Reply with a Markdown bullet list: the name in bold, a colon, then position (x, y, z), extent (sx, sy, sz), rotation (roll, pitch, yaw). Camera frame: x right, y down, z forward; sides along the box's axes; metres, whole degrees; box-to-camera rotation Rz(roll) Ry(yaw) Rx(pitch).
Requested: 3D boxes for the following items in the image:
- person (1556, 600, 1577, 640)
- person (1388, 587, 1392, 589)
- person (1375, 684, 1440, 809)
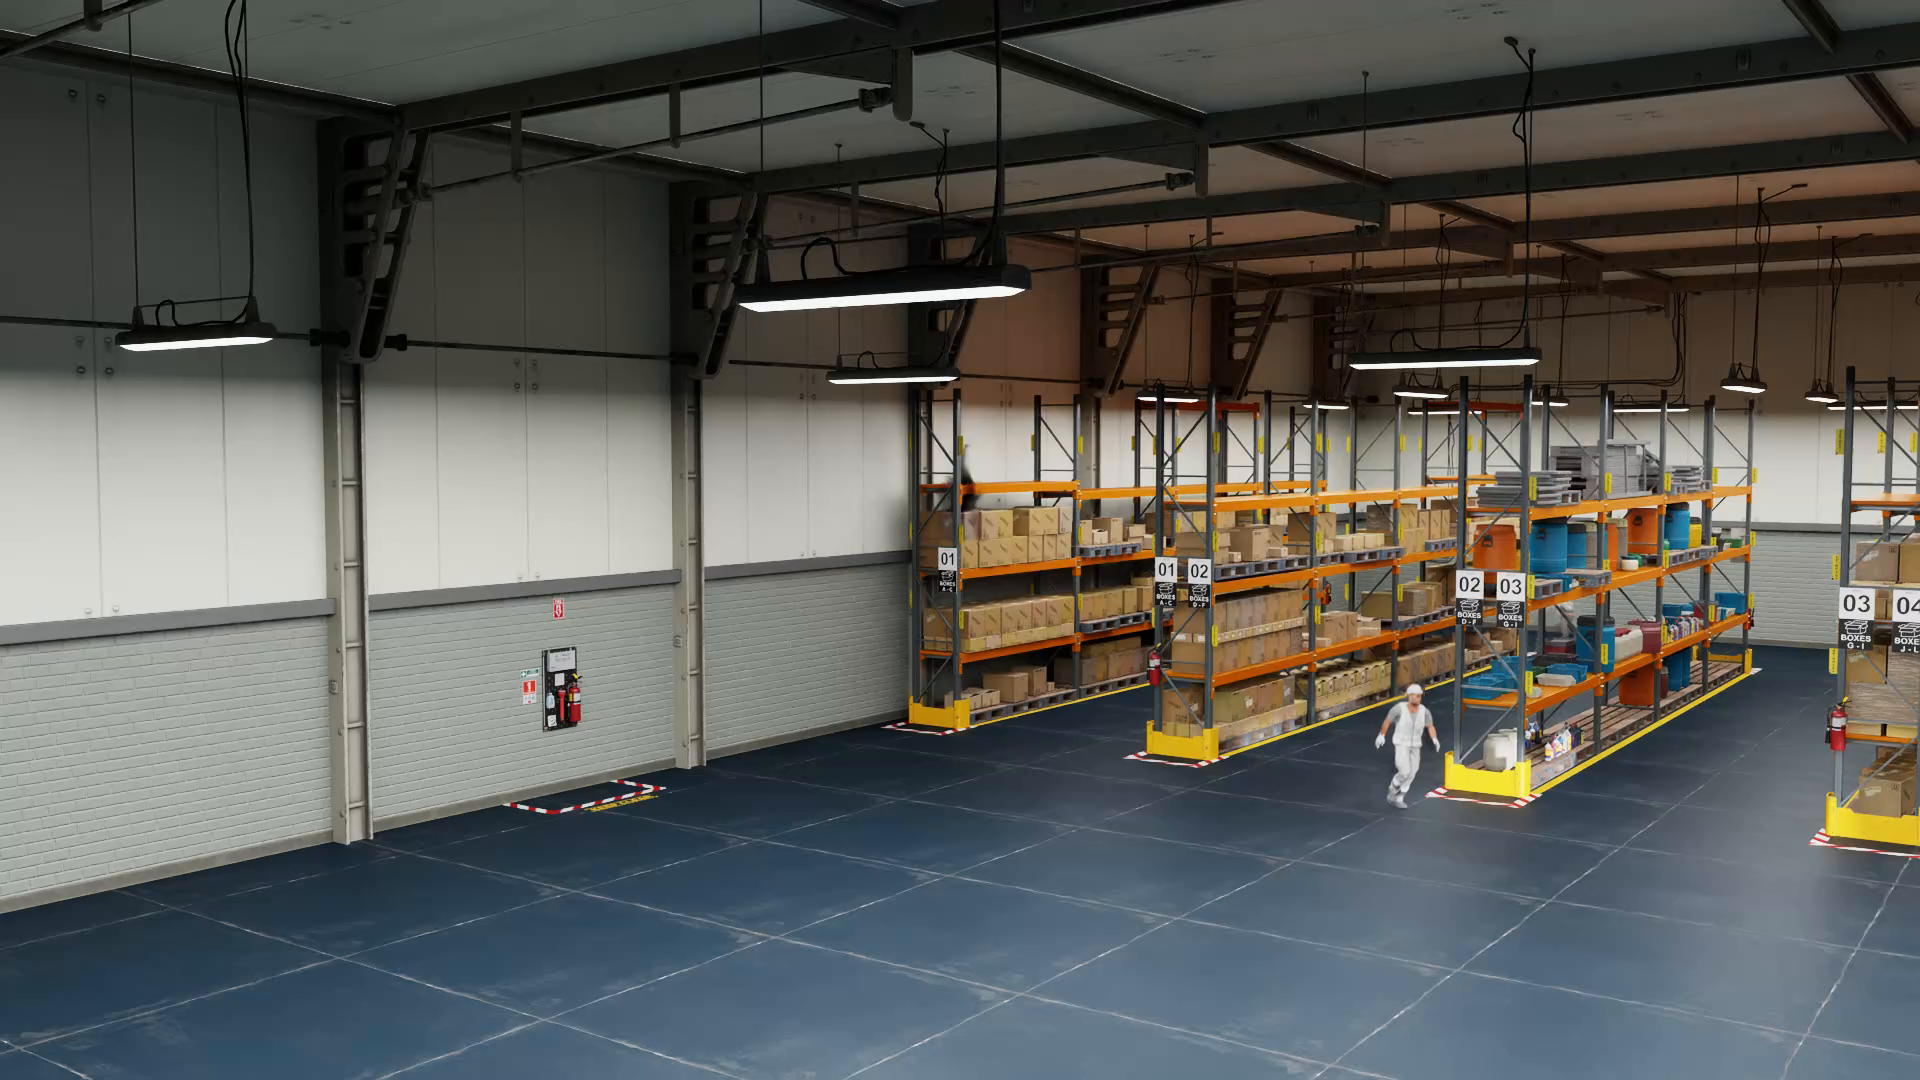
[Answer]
- **person**: position (14.372, 1.994, 39.403), extent (0.561, 1.575, 0.810), rotation (-1, 3, -18)
- **person**: position (10.107, 1.942, 38.658), extent (0.673, 1.754, 1.002), rotation (1, 4, 22)
- **person**: position (6.147, 2.831, 22.720), extent (0.655, 1.740, 0.809), rotation (-1, 3, -12)
